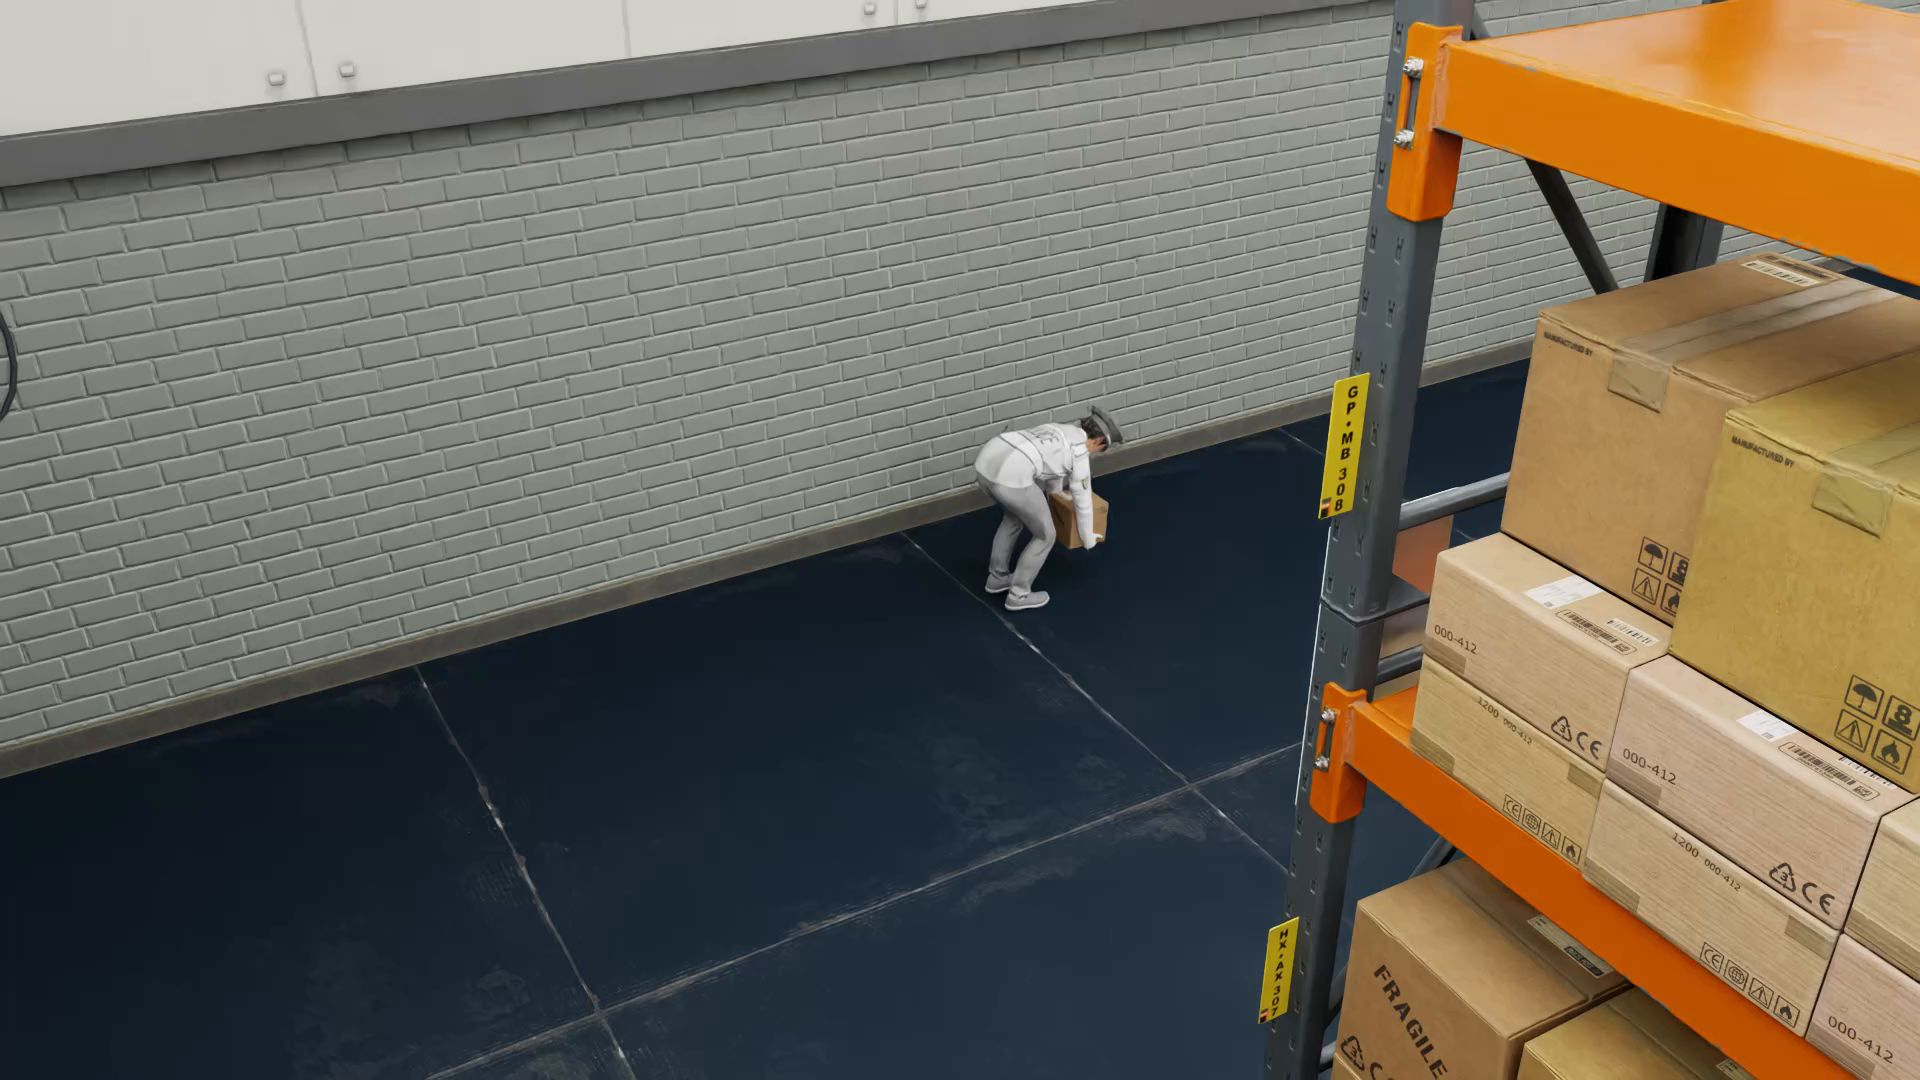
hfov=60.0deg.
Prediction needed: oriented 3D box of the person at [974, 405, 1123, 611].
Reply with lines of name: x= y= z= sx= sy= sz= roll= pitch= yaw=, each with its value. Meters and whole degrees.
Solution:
person: x=0.516 y=-0.193 z=9.516 sx=0.926 sy=1.067 sz=0.417 roll=-17 pitch=33 yaw=-28
